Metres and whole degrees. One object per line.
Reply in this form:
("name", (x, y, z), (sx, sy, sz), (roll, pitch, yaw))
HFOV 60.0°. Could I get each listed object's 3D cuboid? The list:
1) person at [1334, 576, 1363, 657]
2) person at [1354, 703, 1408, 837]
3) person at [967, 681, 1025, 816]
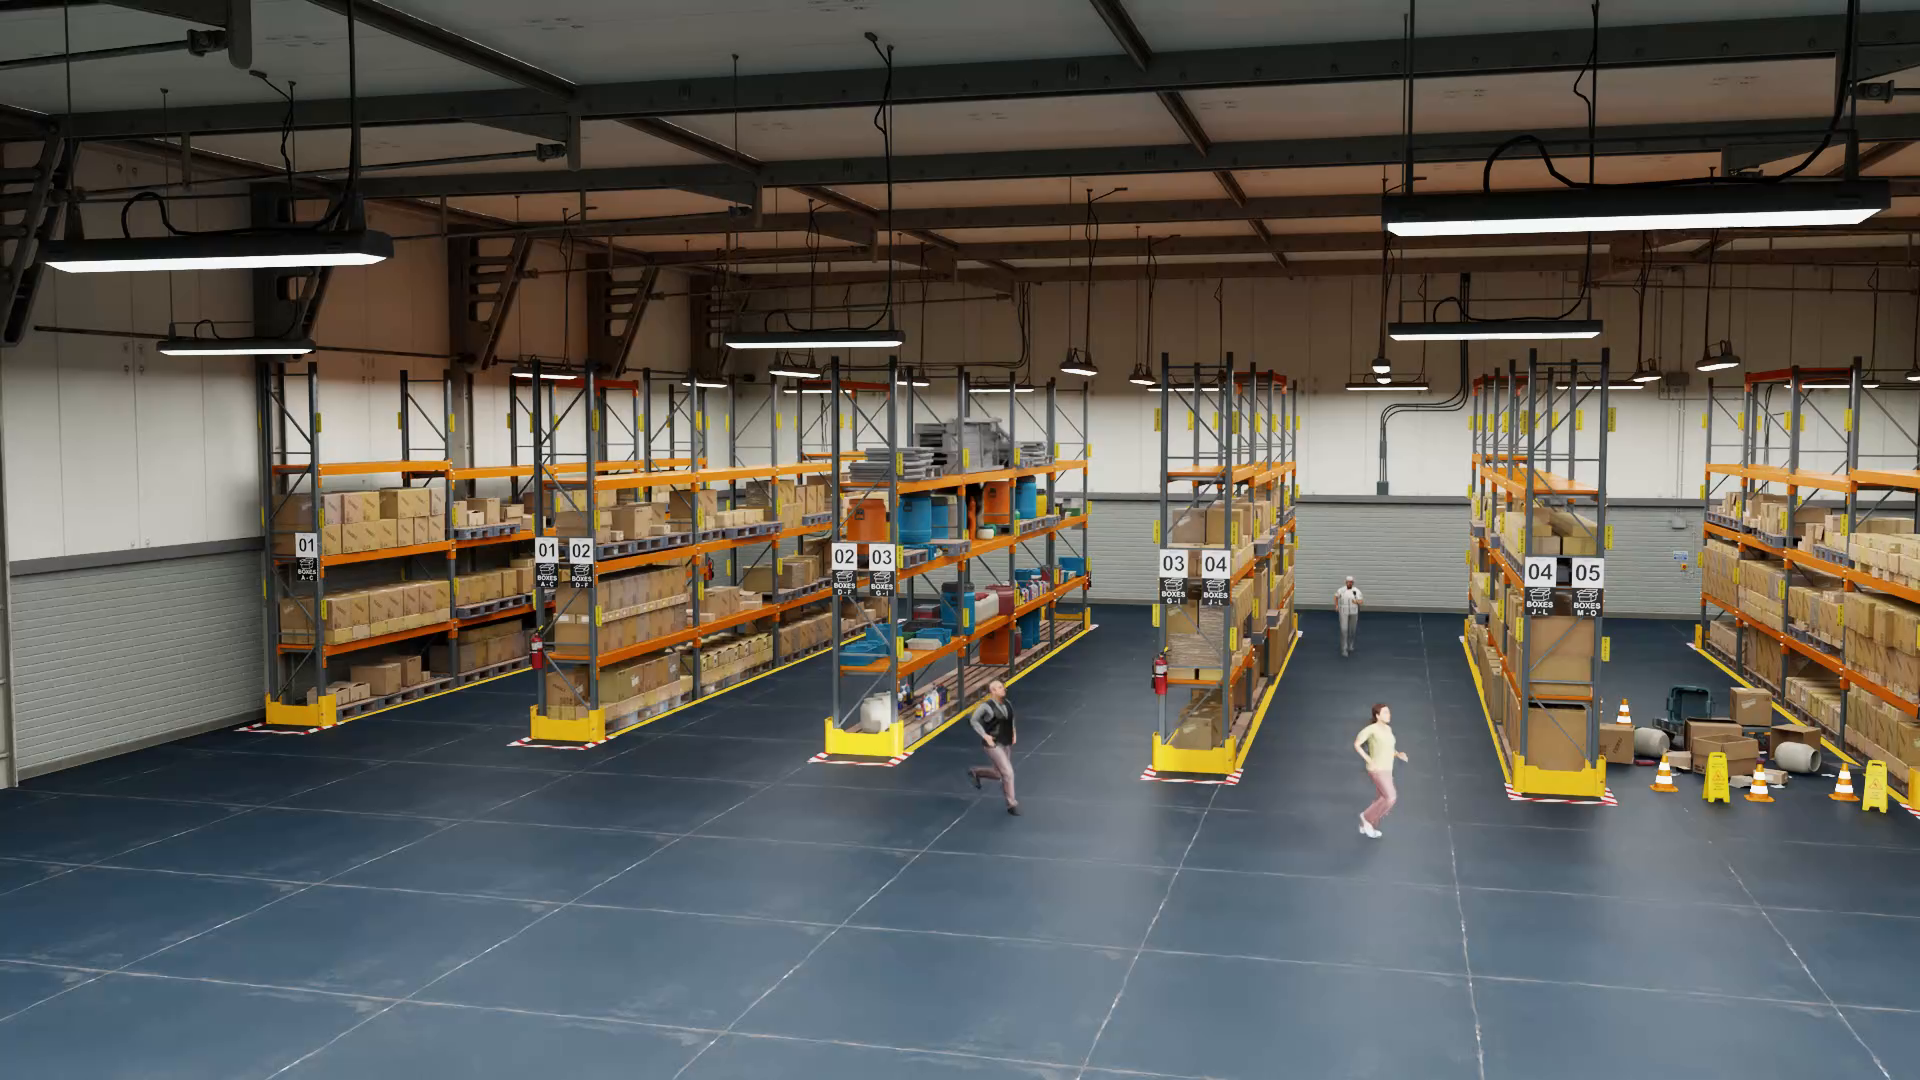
("person", (8.422, 1.630, 36.029), (0.589, 1.708, 0.828), (0, 4, 6))
("person", (5.066, 2.770, 19.972), (0.553, 1.626, 0.567), (-4, 5, -42))
("person", (0.454, 2.671, 21.513), (1.000, 1.718, 0.636), (3, 5, 38))
